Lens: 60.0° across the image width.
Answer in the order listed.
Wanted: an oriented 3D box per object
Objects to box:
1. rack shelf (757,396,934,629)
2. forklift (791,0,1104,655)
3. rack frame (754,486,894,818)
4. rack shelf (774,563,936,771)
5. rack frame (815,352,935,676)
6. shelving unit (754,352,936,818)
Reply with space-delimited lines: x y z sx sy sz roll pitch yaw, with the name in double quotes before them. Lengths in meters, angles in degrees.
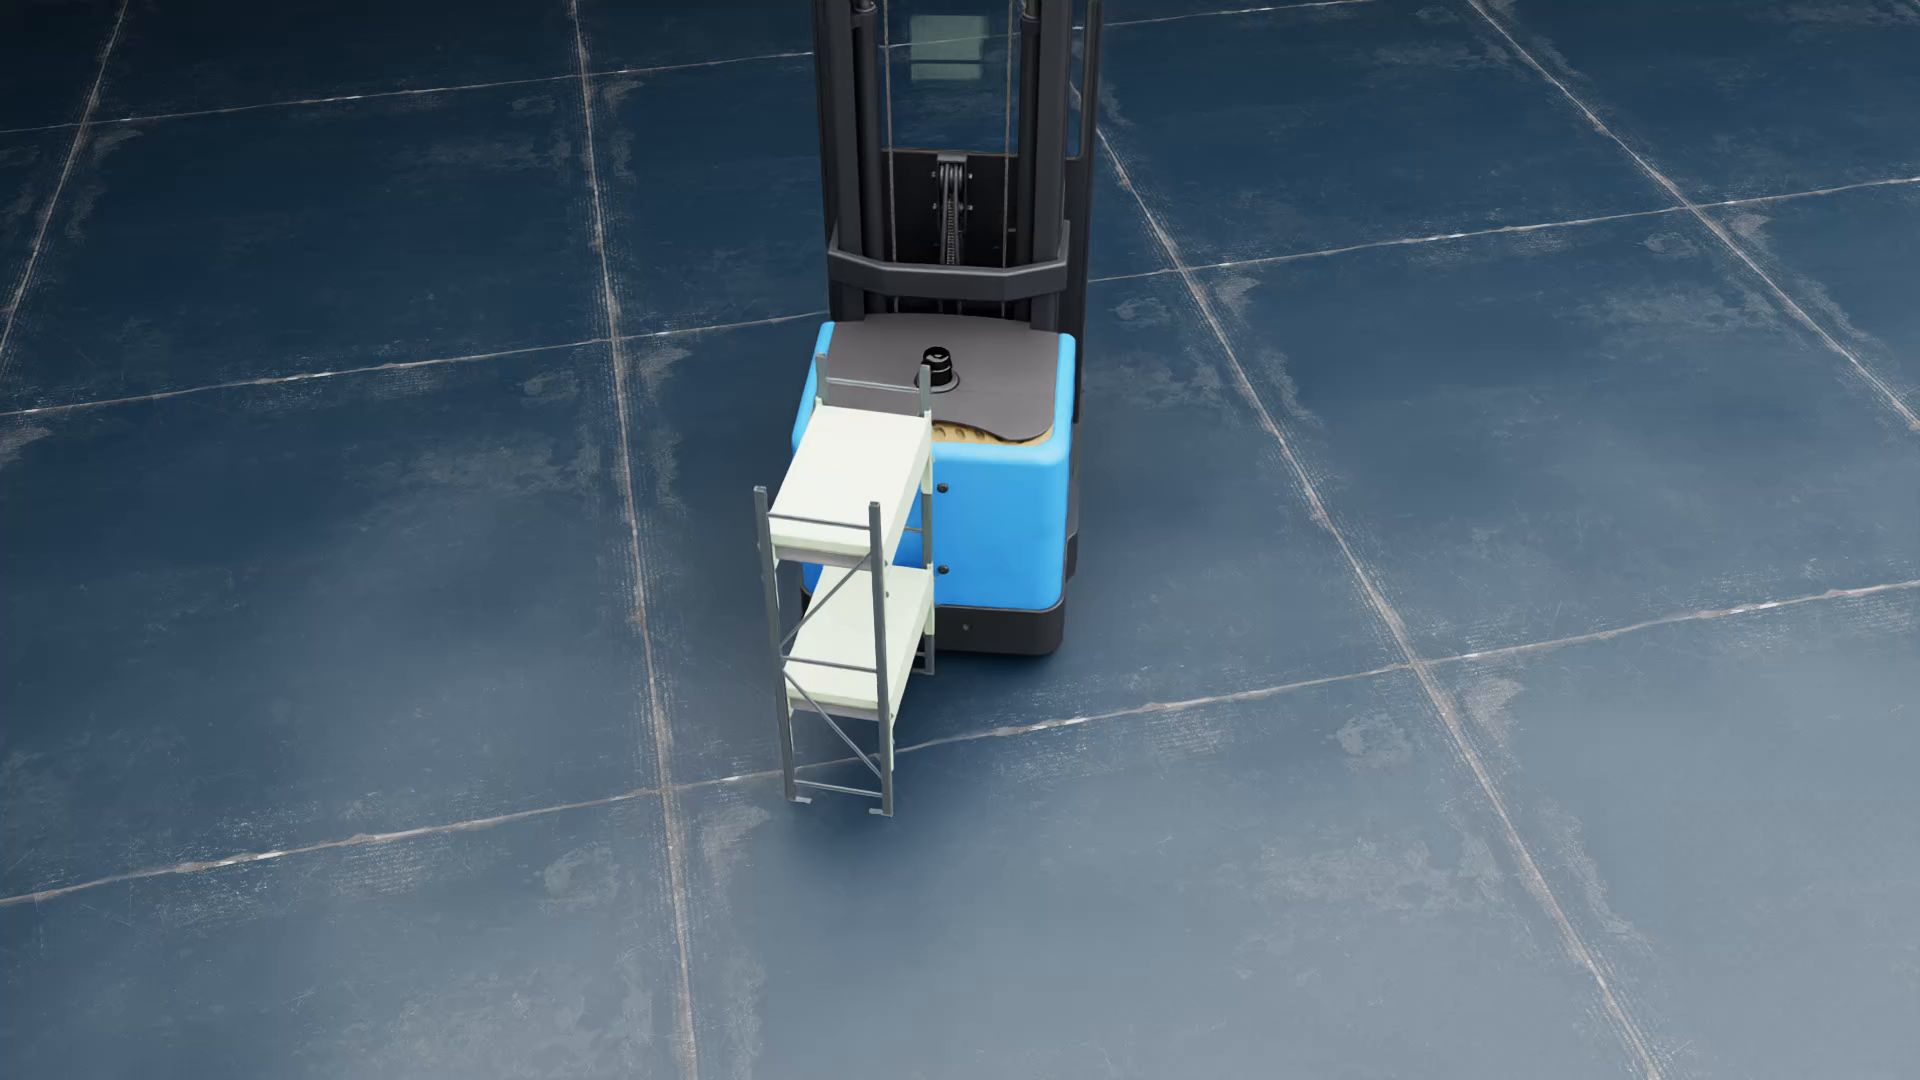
"rack shelf" -0.371 -0.105 5.651 0.431 0.370 0.720 8 42 8
"forklift" 0.012 -1.609 6.854 1.130 2.935 3.031 3 42 4
"rack frame" -0.443 0.425 5.642 0.400 1.500 0.023 8 42 8
"rack shelf" -0.371 0.430 6.126 0.431 0.370 0.720 8 42 8
"rack frame" -0.300 -0.052 6.178 0.400 1.500 0.023 8 42 8
"shelving unit" -0.371 0.187 5.910 0.431 1.500 0.755 8 42 8
